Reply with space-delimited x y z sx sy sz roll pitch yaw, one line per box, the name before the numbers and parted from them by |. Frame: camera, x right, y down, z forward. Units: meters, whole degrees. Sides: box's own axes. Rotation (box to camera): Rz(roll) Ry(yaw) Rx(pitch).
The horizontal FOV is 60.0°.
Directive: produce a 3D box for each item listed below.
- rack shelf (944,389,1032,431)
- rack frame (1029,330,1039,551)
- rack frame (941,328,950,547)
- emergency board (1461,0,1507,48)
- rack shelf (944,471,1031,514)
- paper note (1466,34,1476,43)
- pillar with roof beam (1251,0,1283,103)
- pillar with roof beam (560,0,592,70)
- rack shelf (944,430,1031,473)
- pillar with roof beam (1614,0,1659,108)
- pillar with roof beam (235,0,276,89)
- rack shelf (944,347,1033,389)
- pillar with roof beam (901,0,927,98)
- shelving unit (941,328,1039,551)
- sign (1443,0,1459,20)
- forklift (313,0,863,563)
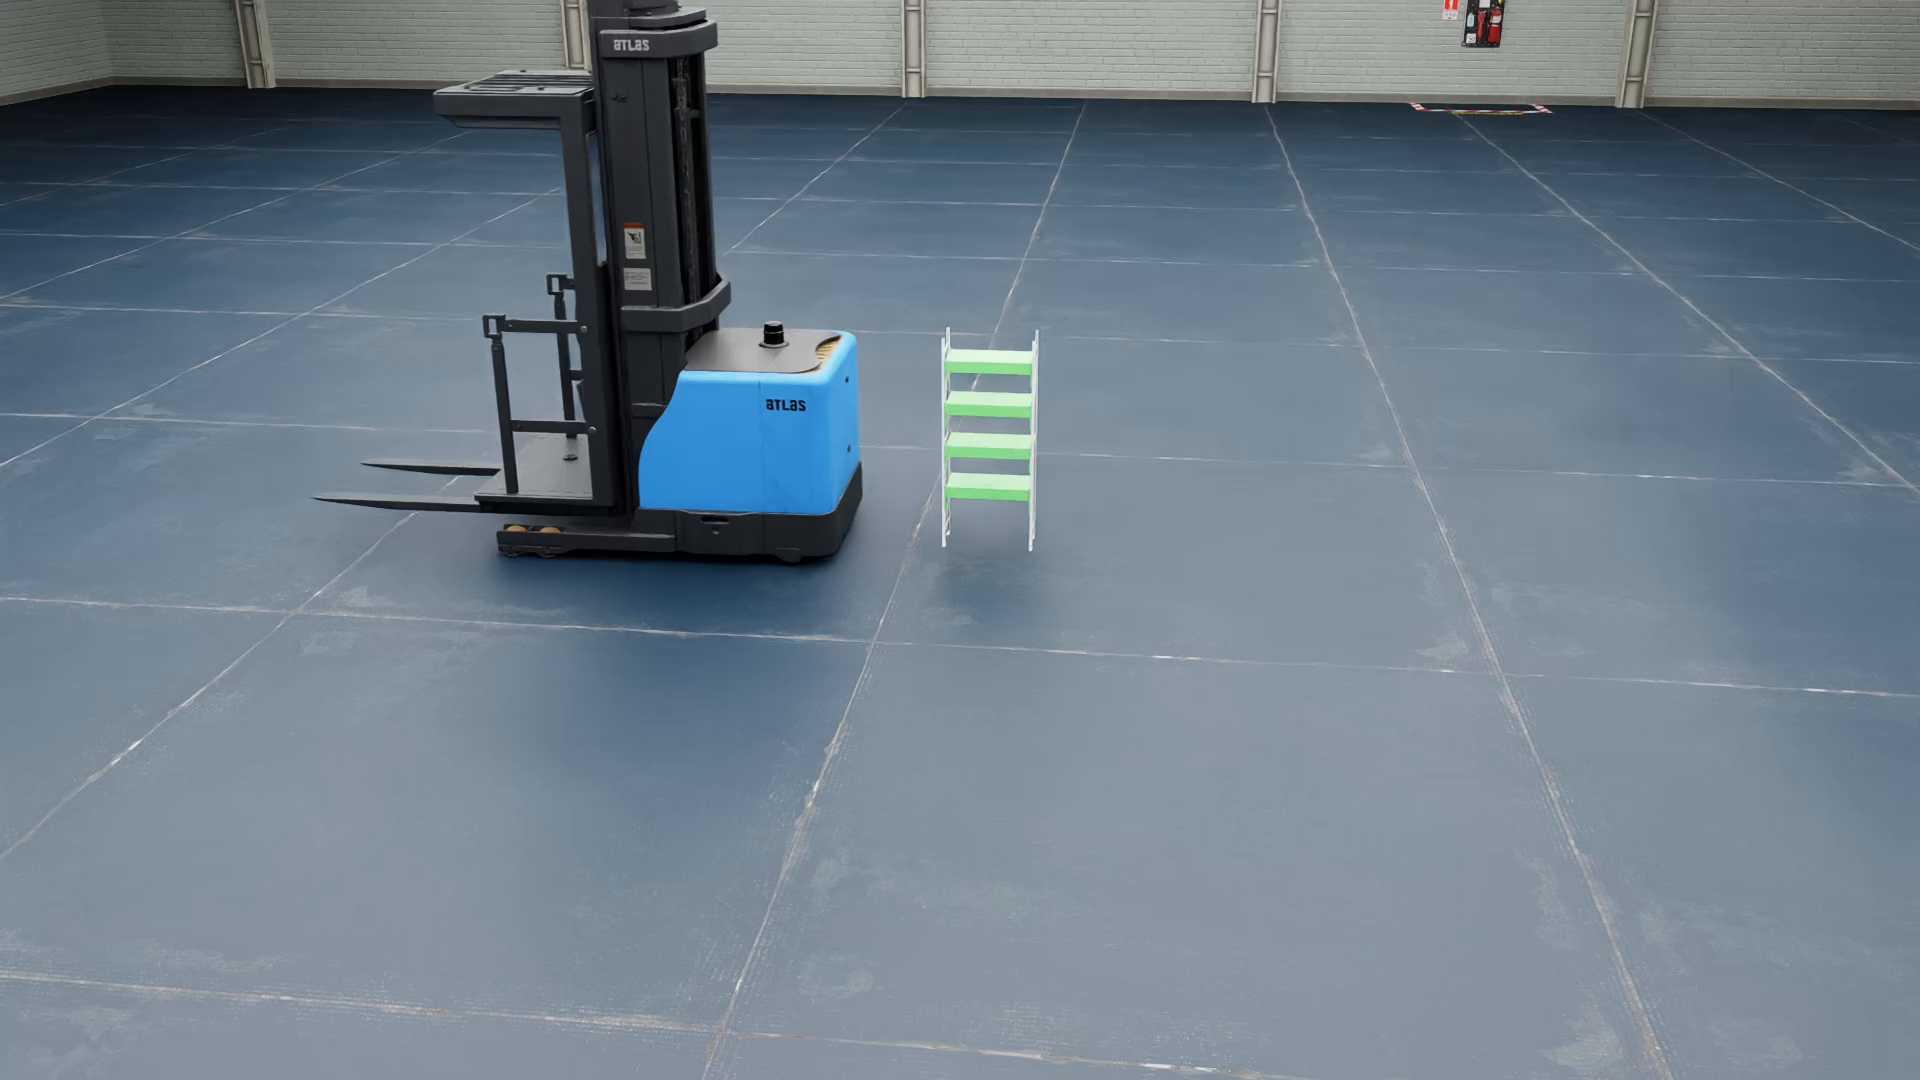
rack shelf | 0.164 -0.715 9.136 0.480 0.148 0.258 2 22 6
rack frame | 0.407 -0.540 9.174 0.015 1.200 0.240 2 22 6
rack frame | -0.078 -0.561 9.228 0.015 1.200 0.240 2 22 6
emergency board | 8.675 -8.724 27.428 0.643 1.169 0.194 2 22 6
rack shelf | 0.164 -0.268 9.313 0.480 0.148 0.258 2 22 6
paper note | 8.508 -8.348 27.673 0.142 0.148 0.016 2 22 6
pillar with roof beam | 4.660 -10.081 22.700 0.400 9.000 9.100 2 22 6
pillar with roof beam | -7.257 -10.601 24.013 0.400 9.000 9.100 2 22 6
rack shelf | 0.164 -0.491 9.225 0.480 0.148 0.258 2 22 6
pillar with roof beam | 10.618 -9.822 22.044 0.400 9.000 9.100 2 22 6
pillar with roof beam | -13.215 -10.860 24.670 0.400 9.000 9.100 2 22 6
rack shelf | 0.164 -0.938 9.048 0.480 0.148 0.258 2 22 6
pillar with roof beam | -1.299 -10.341 23.357 0.400 9.000 9.100 2 22 6
shelving unit | 0.164 -0.551 9.201 0.503 1.200 0.258 2 22 6
sign | 8.138 -8.803 27.577 0.234 0.329 0.001 2 22 6
forklift | -2.132 -1.456 9.135 3.031 2.935 1.130 2 22 6
